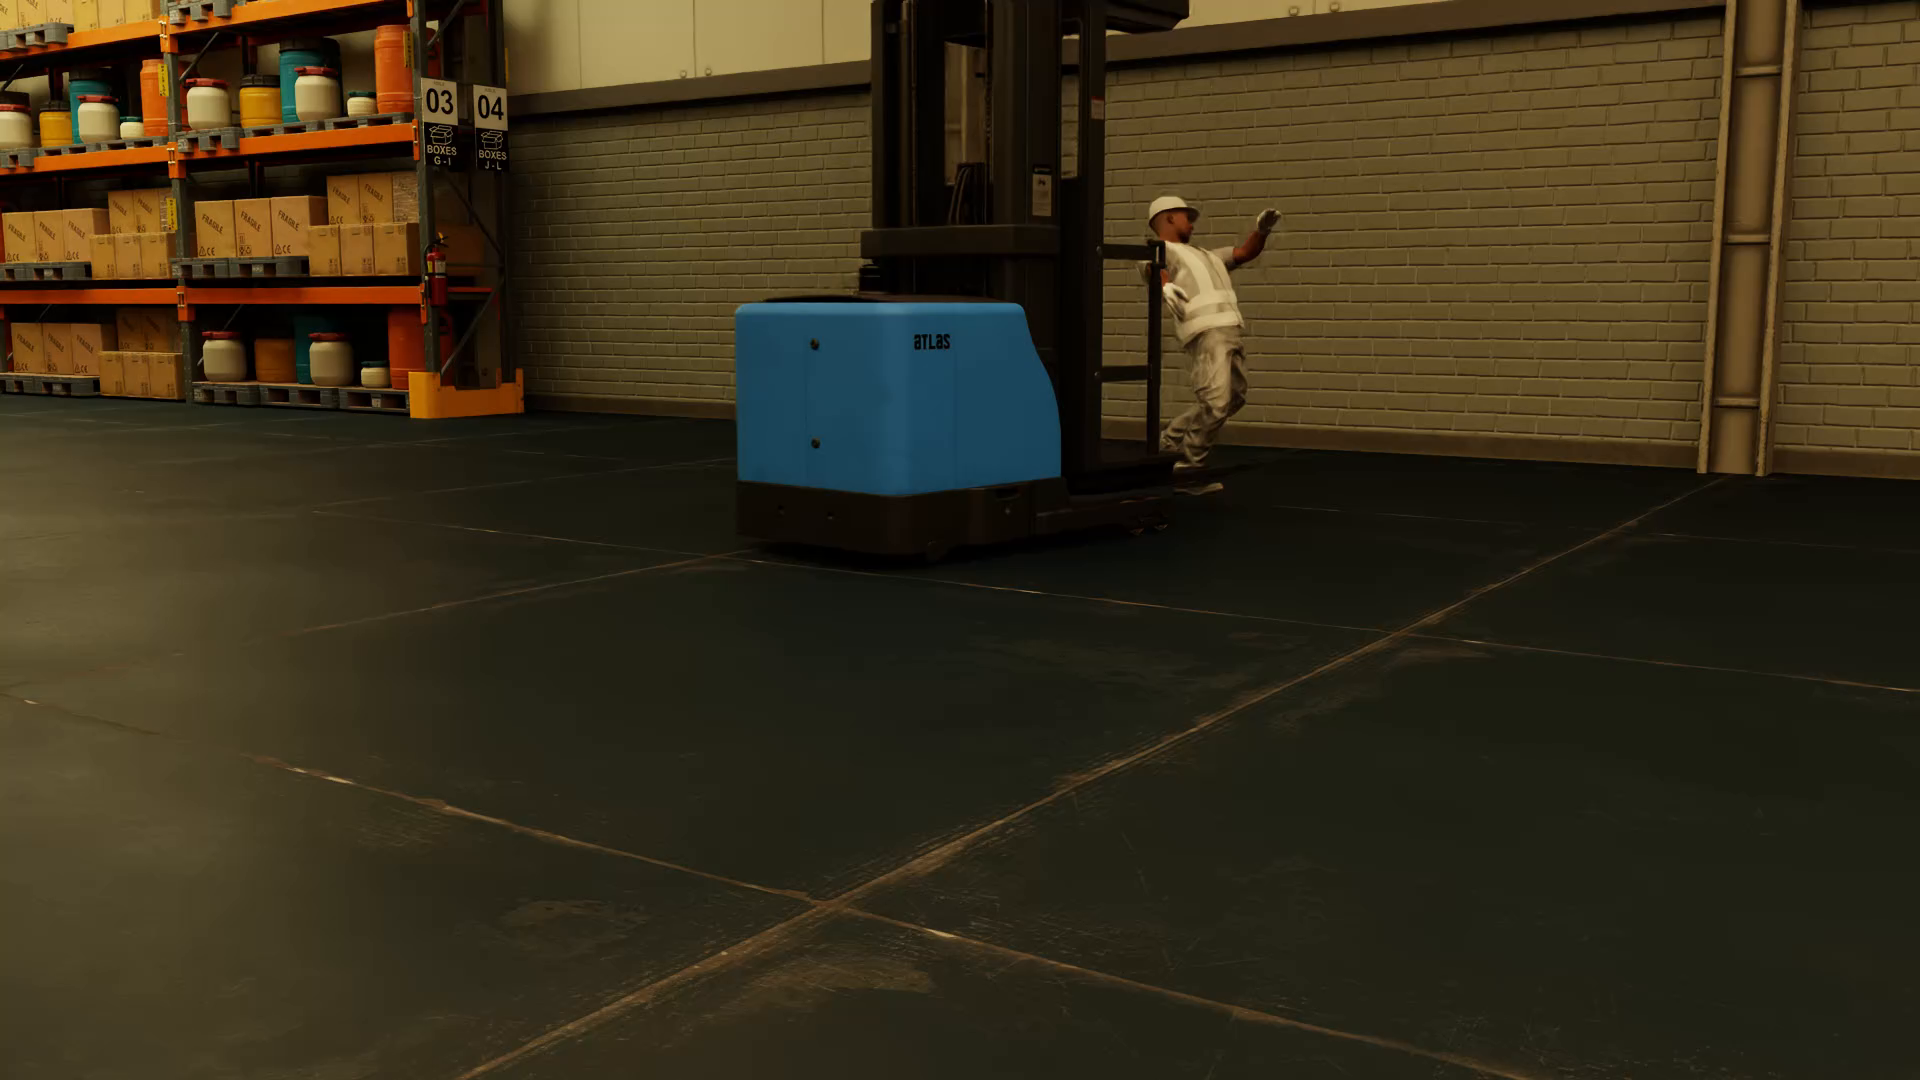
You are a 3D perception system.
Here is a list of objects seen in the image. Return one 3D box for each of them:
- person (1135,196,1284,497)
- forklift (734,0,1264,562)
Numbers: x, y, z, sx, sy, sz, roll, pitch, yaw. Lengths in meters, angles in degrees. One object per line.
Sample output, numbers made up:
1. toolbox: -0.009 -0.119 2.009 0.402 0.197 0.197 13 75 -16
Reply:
1. person: 1.246 -1.016 8.625 0.779 1.557 1.035 4 9 25
2. forklift: 0.371 -1.518 7.871 1.130 2.935 3.031 7 11 42
